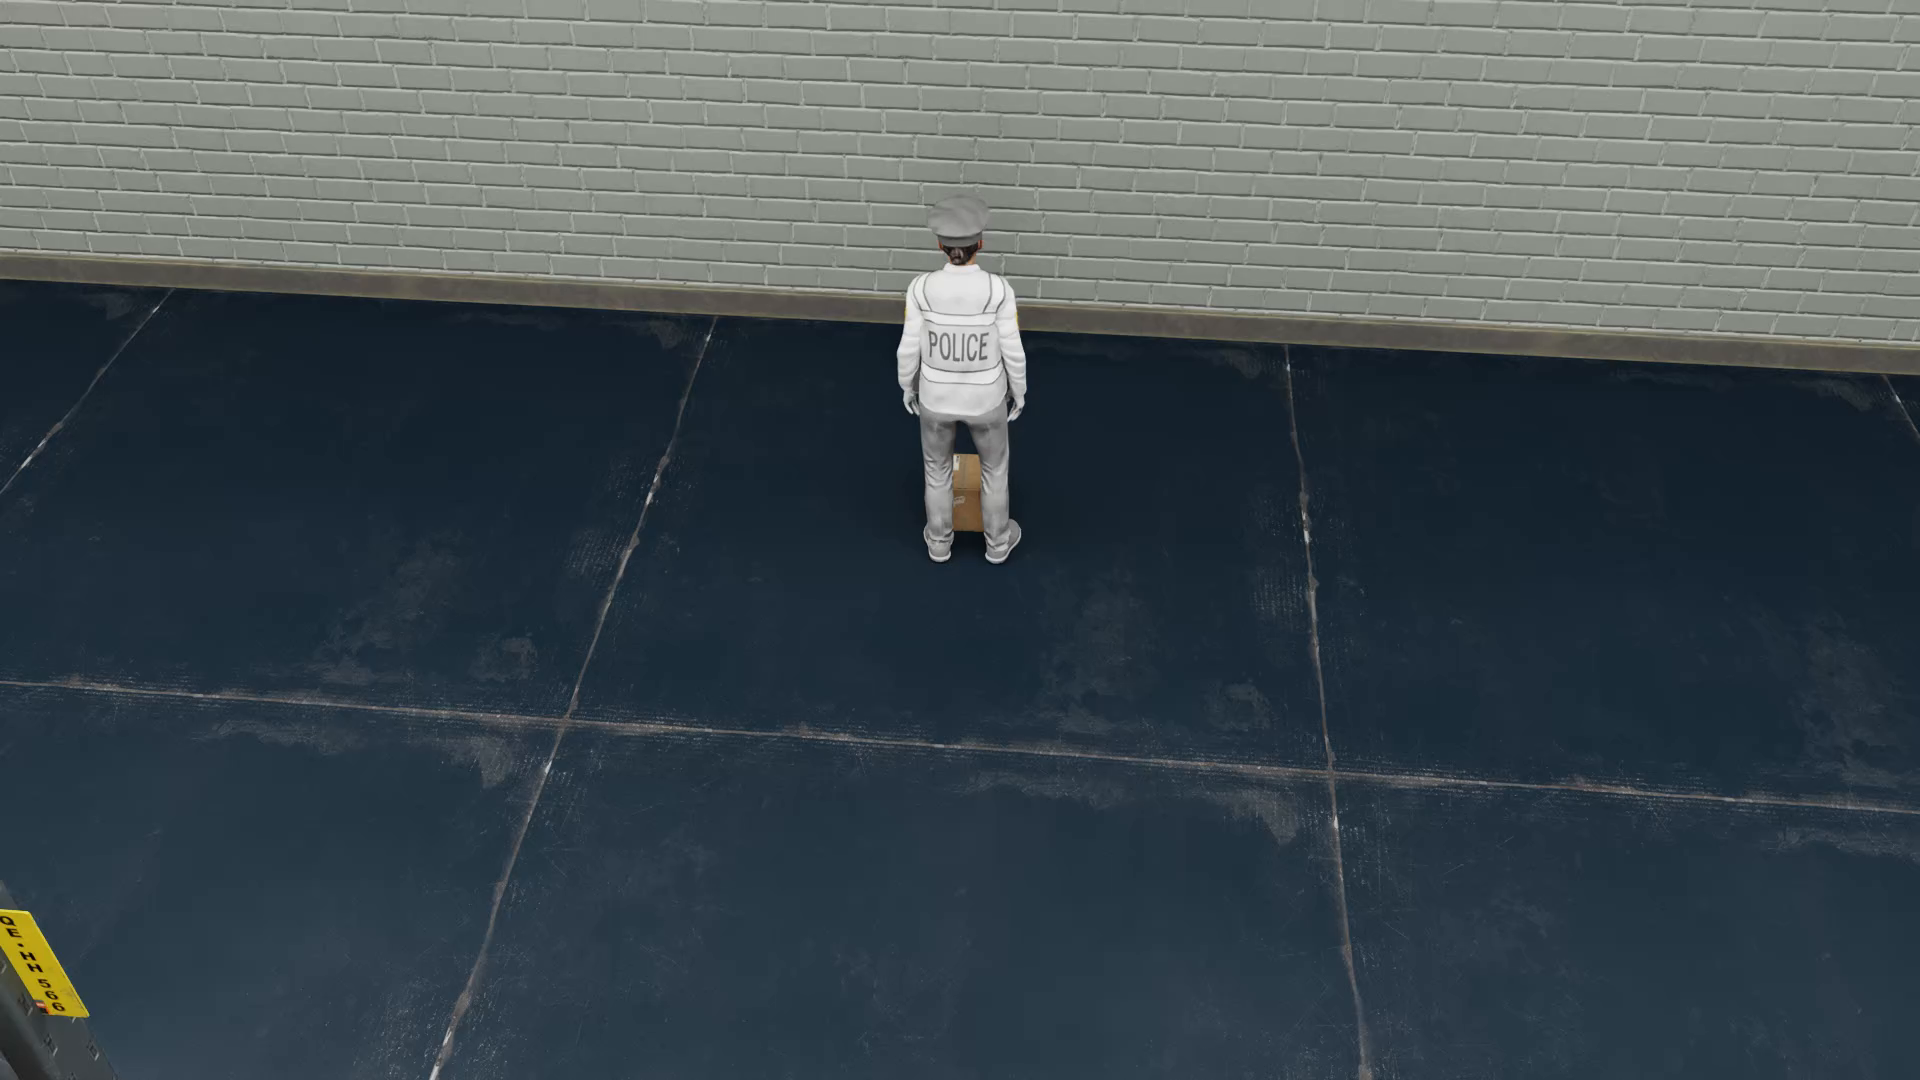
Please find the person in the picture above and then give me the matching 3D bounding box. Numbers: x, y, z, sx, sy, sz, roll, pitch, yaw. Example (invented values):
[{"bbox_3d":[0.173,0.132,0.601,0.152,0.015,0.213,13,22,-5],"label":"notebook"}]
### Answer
[{"bbox_3d":[0.010,-0.599,6.860,0.529,1.664,0.372,3,40,4],"label":"person"}]
